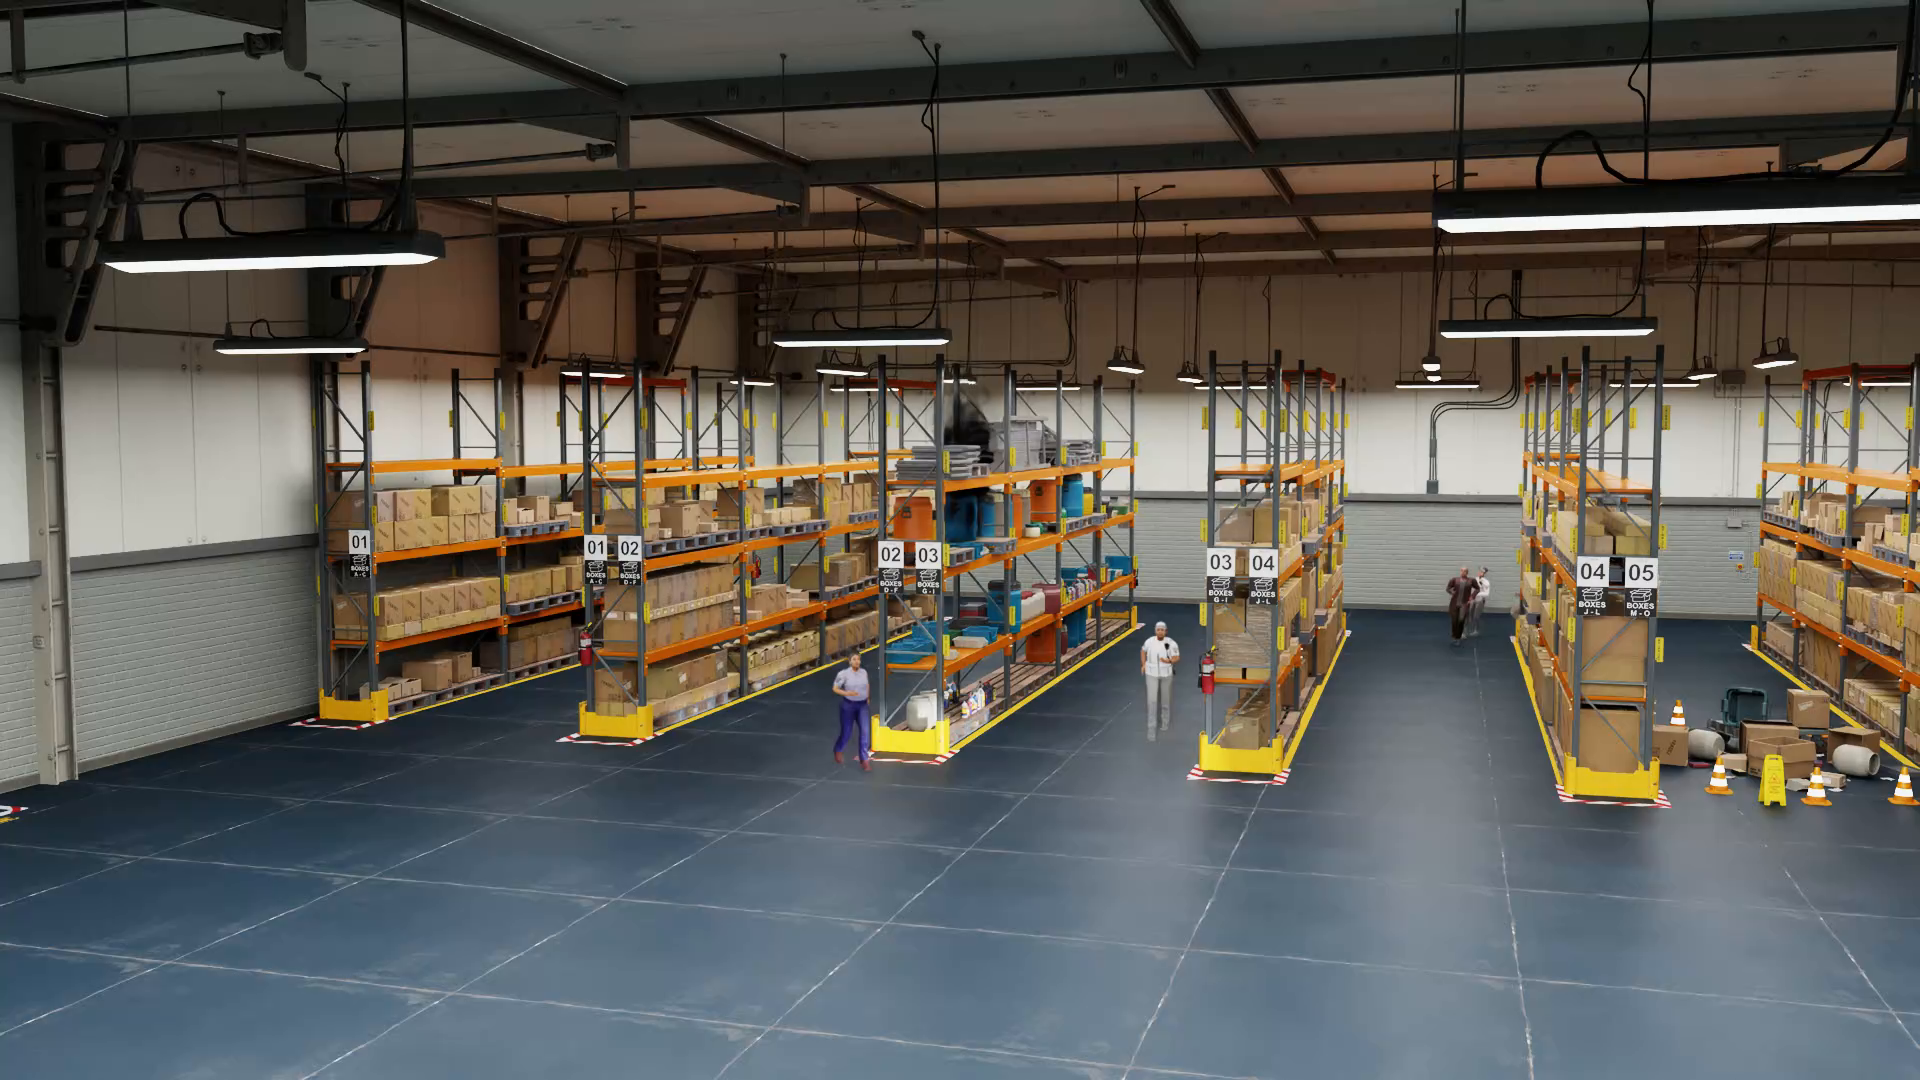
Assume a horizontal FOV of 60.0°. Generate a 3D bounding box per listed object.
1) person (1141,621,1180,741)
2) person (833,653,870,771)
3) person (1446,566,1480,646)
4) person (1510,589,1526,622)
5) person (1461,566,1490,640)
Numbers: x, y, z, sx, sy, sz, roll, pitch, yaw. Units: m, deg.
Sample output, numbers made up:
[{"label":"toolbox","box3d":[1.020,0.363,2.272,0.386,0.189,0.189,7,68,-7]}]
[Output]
[{"label":"person","box3d":[3.012,2.100,25.038,0.580,1.760,0.718,1,4,8]},{"label":"person","box3d":[-1.537,2.456,24.038,0.618,1.658,0.848,-2,5,-25]},{"label":"person","box3d":[11.189,1.489,37.091,0.708,1.818,0.785,2,5,28]},{"label":"person","box3d":[13.277,1.421,39.018,0.659,1.670,0.783,2,5,28]},{"label":"person","box3d":[11.884,1.433,38.177,0.756,1.688,0.599,-4,6,-42]}]
